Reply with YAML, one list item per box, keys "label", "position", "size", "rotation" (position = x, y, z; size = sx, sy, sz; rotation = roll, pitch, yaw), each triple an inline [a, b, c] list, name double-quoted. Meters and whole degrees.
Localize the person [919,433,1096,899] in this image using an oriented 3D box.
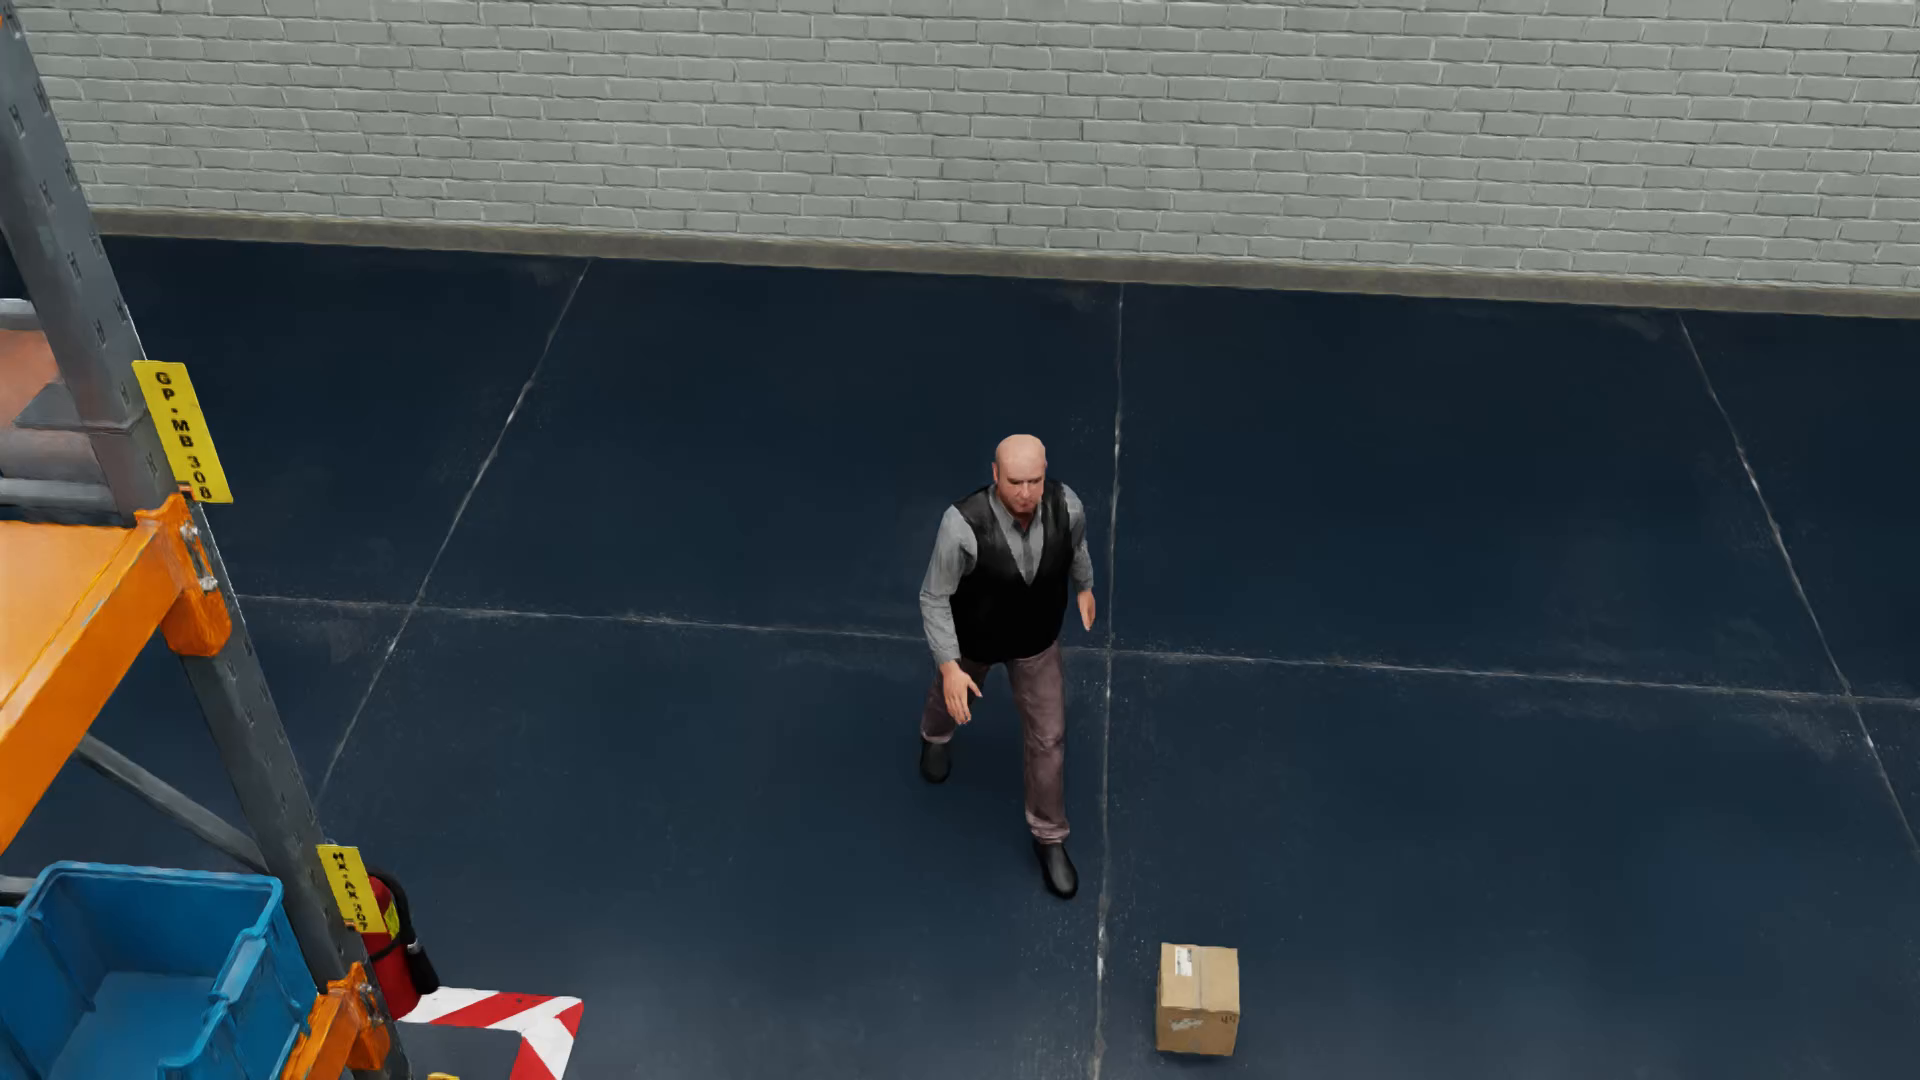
- label: "person"
  position: [0.206, 0.395, 5.774]
  size: [0.713, 1.599, 0.958]
  rotation: [-13, 42, -15]
